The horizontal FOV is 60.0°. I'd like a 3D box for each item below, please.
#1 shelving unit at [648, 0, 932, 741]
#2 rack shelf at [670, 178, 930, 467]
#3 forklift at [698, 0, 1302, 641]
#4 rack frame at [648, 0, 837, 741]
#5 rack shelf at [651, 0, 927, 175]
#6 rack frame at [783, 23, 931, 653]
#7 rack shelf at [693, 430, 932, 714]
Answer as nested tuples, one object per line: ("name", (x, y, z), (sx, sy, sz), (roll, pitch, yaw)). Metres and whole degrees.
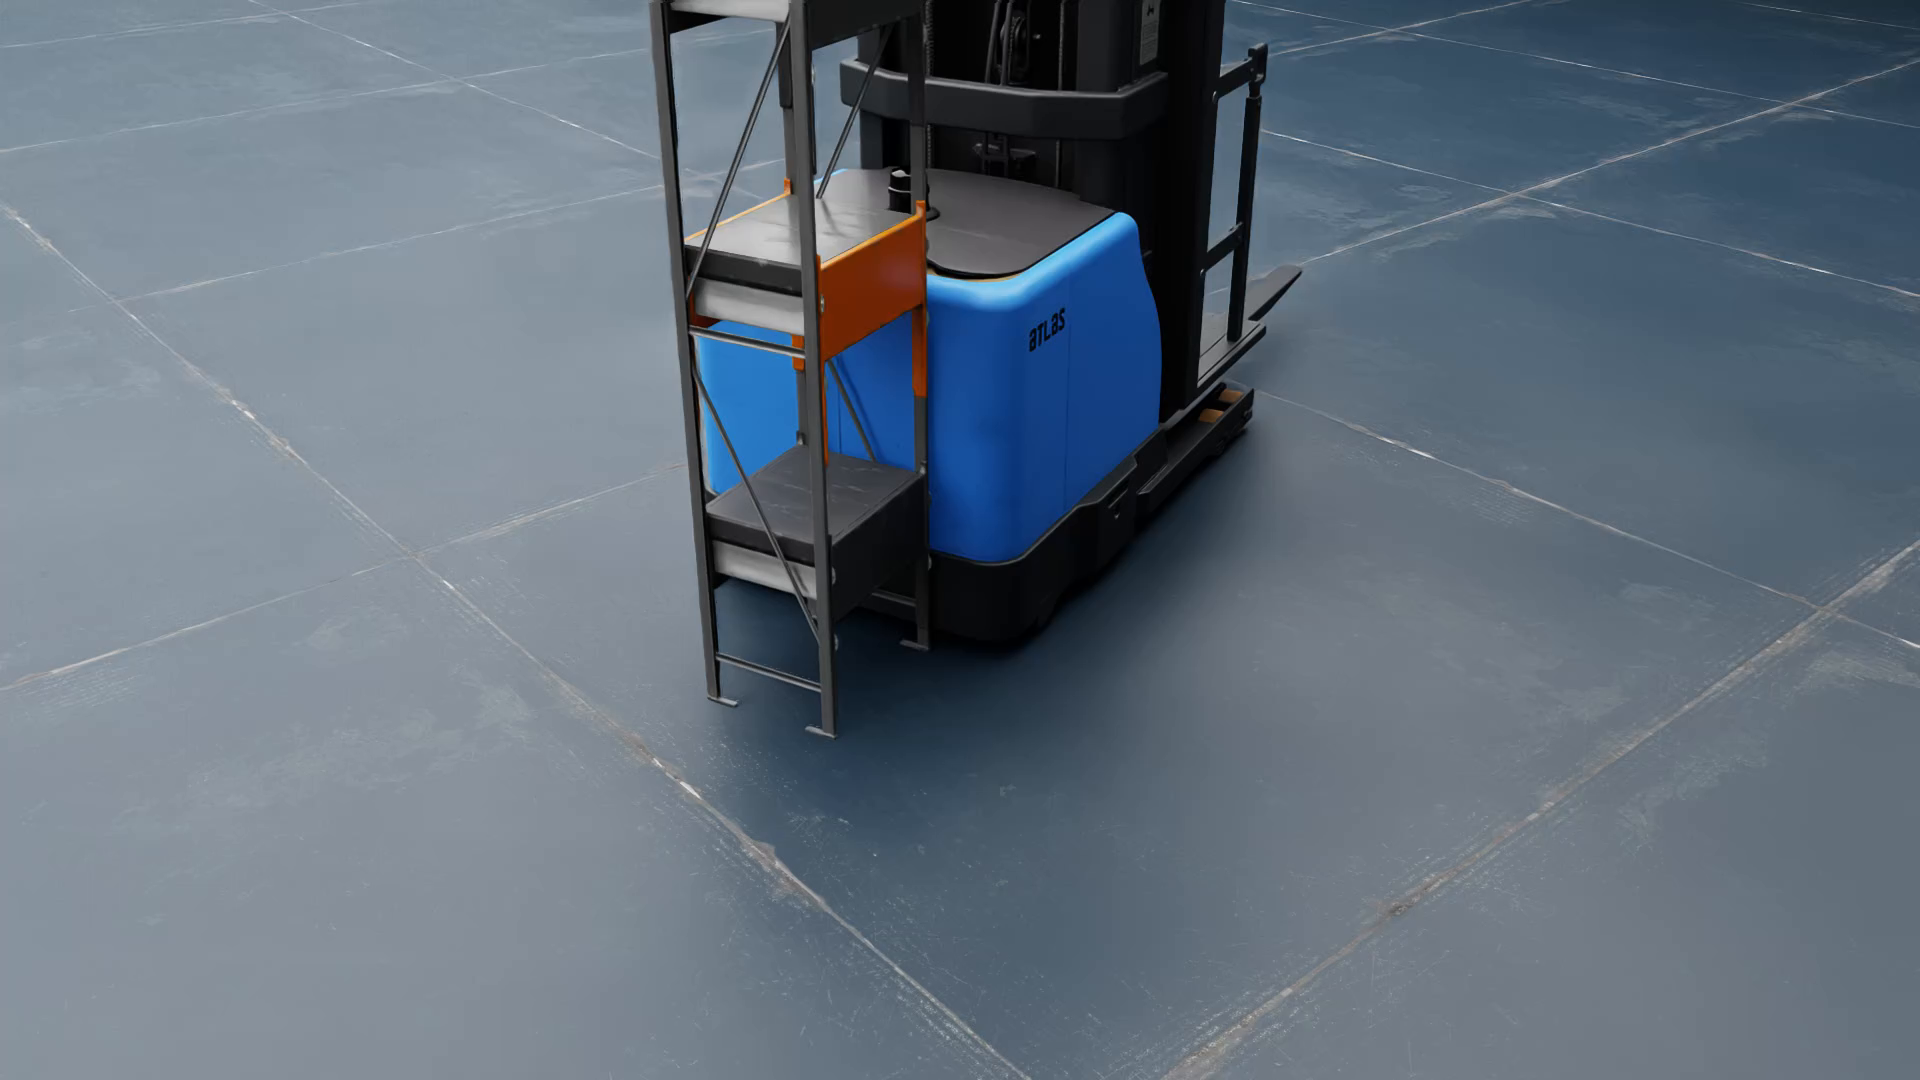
("shelving unit", (-0.379, -0.557, 4.065), (0.431, 2.100, 0.503), (14, 31, 25))
("rack shelf", (-0.379, -0.545, 4.071), (0.431, 0.518, 0.480), (14, 31, 25))
("forklift", (0.396, -1.677, 5.278), (1.130, 2.935, 3.031), (14, 31, 25))
("rack frame", (-0.496, -0.456, 3.876), (0.400, 2.100, 0.015), (14, 31, 25))
("rack shelf", (-0.379, -1.162, 3.741), (0.431, 0.518, 0.480), (14, 31, 25))
("rack frame", (-0.262, -0.658, 4.253), (0.400, 2.100, 0.015), (14, 31, 25))
("rack shelf", (-0.379, 0.072, 4.401), (0.431, 0.518, 0.480), (14, 31, 25))
